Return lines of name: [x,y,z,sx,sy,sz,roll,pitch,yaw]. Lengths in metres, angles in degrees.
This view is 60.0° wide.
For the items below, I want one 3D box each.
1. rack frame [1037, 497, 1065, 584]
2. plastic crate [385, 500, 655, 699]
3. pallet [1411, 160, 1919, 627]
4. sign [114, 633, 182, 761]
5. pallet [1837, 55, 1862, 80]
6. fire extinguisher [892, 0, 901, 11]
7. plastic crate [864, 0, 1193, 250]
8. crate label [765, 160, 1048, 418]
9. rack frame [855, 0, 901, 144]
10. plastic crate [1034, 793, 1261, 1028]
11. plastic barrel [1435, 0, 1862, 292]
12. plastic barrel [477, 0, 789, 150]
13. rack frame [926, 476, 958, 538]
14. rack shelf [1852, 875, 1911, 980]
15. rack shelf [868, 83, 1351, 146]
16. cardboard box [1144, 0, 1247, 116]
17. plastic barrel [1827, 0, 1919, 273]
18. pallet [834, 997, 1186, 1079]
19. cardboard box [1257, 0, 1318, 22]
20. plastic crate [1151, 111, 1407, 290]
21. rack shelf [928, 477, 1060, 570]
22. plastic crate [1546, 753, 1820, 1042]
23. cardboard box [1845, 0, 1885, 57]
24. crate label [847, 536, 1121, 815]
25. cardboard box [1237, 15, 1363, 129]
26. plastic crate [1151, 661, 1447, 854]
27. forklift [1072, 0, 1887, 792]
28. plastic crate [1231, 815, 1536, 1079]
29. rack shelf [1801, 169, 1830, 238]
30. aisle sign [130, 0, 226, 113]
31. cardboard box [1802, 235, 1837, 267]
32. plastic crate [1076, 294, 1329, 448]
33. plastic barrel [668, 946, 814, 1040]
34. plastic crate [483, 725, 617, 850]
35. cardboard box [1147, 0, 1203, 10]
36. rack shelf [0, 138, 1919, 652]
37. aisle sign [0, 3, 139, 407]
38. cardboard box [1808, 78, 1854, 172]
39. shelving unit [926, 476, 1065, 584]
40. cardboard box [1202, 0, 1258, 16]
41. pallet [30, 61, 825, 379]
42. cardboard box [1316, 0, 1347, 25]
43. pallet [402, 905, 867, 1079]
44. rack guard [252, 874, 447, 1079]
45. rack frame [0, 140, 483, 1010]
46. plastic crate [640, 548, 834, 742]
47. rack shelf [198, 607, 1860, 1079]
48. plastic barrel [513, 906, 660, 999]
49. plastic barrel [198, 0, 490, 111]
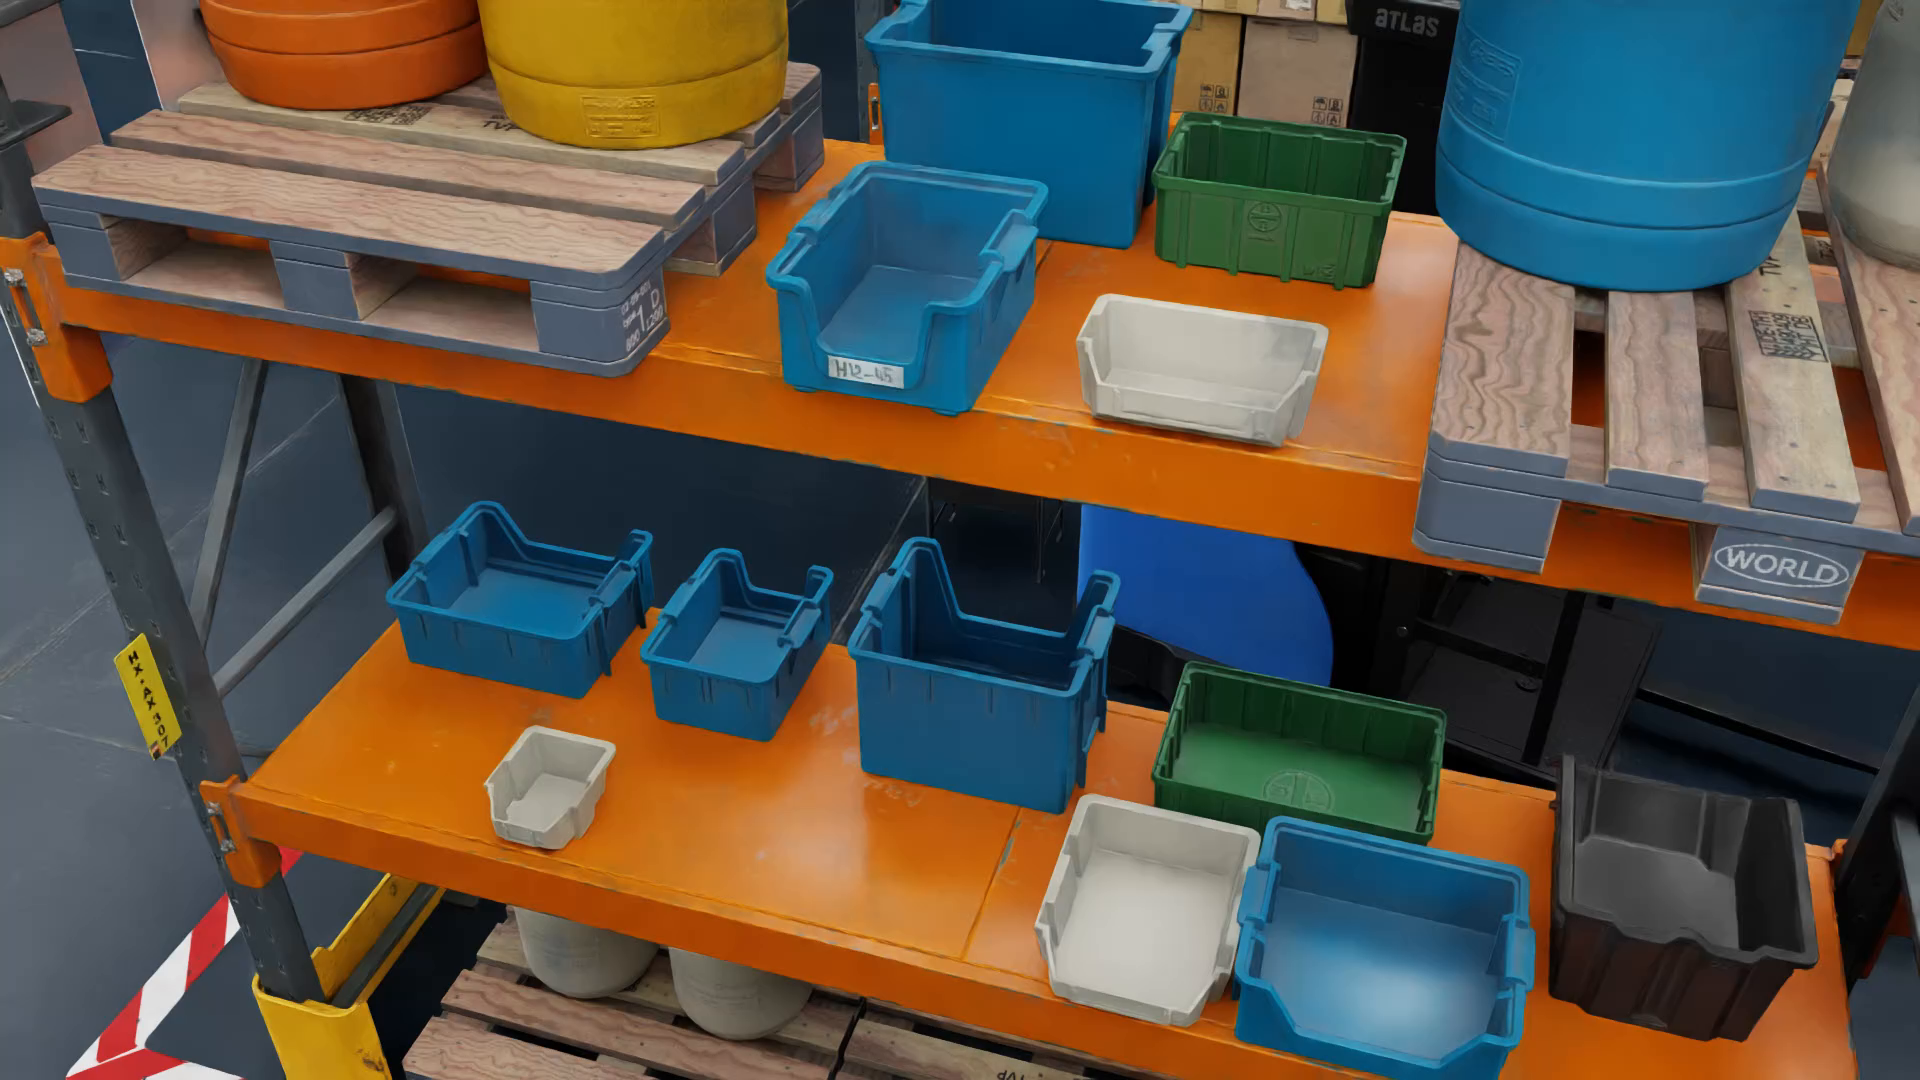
rack frame: [0.391,-0.773,6.529,0.015,2.100,0.400,10,38,14]
plastic crate: [-1.202,0.158,4.631,0.616,0.251,0.499,10,38,14]
pallet: [1.331,-0.319,2.781,1.003,0.211,1.213,10,38,14]
sign: [-1.938,0.378,3.973,0.005,0.325,0.100,10,38,14]
pallet: [5.746,-3.460,11.773,1.213,0.211,1.003,10,38,14]
fire extinguisher: [-0.263,-2.876,8.692,0.183,0.674,0.296,10,38,14]
plastic crate: [0.141,-0.856,3.366,0.575,0.384,0.392,10,38,14]
crate label: [-0.081,-0.452,2.928,0.408,0.251,0.502,10,38,14]
rack frame: [-0.289,-2.623,8.284,0.127,3.000,1.000,10,38,14]
plastic crate: [0.423,0.848,3.790,0.437,0.136,0.530,10,38,14]
plastic barrel: [1.131,-0.930,2.675,0.708,0.901,0.600,10,38,14]
plastic barrel: [-0.643,-1.145,3.231,0.600,0.588,0.600,0,36,0]
rack frame: [-0.075,-0.860,6.646,0.015,2.100,0.400,10,38,14]
rack shelf: [3.958,1.529,3.249,4.000,0.370,1.077,10,38,14]
rack shelf: [1.620,-1.980,8.017,4.000,0.370,1.077,10,38,14]
cardboard box: [1.128,-2.393,7.886,0.500,0.500,0.700,11,38,14]
plastic barrel: [1.696,-0.724,2.724,0.421,0.512,0.421,0,36,0]
pallet: [0.252,1.652,4.828,1.213,0.211,1.003,10,38,14]
cardboard box: [1.488,-2.461,7.432,0.250,0.149,0.380,11,38,14]
plastic crate: [0.624,-0.670,3.278,0.450,0.188,0.336,10,38,14]
rack shelf: [0.158,-0.242,7.011,0.480,0.518,0.431,10,38,14]
plastic crate: [1.587,0.746,3.758,0.504,0.338,0.767,10,38,14]
cardboard box: [6.218,-3.707,11.493,0.500,0.500,0.700,10,37,13]
crate label: [0.068,0.337,4.232,0.616,0.435,0.502,10,38,14]
cardboard box: [1.631,-2.302,7.762,0.500,0.500,0.700,12,38,15]
plastic crate: [0.837,0.571,4.122,0.662,0.188,0.450,10,38,14]
forklift: [1.960,-0.471,5.417,3.031,2.935,1.130,20,41,25]
plastic crate: [0.911,0.904,3.617,0.616,0.251,0.499,10,38,14]
rack shelf: [5.438,-1.273,7.056,4.000,0.370,1.077,10,38,14]
aisle sign: [-1.750,-1.049,3.952,0.004,0.787,0.394,10,38,14]
cardboard box: [4.001,-1.295,7.971,0.500,0.311,0.500,10,38,14]
plastic crate: [0.396,-0.271,2.780,0.396,0.136,0.243,10,38,14]
plastic barrel: [-0.640,1.173,4.870,0.421,0.512,0.421,0,36,0]
plastic crate: [-1.011,0.625,4.093,0.250,0.136,0.298,10,38,14]
cardboard box: [1.007,-2.552,7.555,0.250,0.149,0.380,9,37,12]
rack shelf: [0.140,-0.386,3.321,4.000,0.370,1.077,10,38,14]
aisle sign: [-1.925,-0.715,3.498,0.004,0.787,0.394,10,38,14]
cardboard box: [4.012,-1.794,7.283,0.500,0.250,0.500,13,38,17]
shelving unit: [0.158,-0.816,6.588,0.503,2.100,0.431,10,38,14]
cardboard box: [1.251,-2.507,7.494,0.250,0.149,0.380,10,38,13]
pallet: [-1.009,-0.752,3.370,1.213,0.211,1.003,10,38,14]
cardboard box: [1.740,-2.415,7.369,0.250,0.149,0.380,12,38,15]
pallet: [-0.909,1.435,5.122,1.213,0.211,1.003,10,38,14]
rack guard: [-1.683,1.172,5.236,0.348,0.500,1.175,10,38,14]
rack frame: [-1.769,0.179,4.477,0.127,3.000,1.000,10,38,14]
plastic crate: [-0.584,0.276,4.470,0.408,0.251,0.499,10,38,14]
rack shelf: [0.140,0.822,4.210,4.000,0.370,1.077,10,38,14]
plastic barrel: [-1.118,1.085,4.990,0.421,0.512,0.421,0,36,0]
plastic barrel: [-1.268,-1.358,3.317,0.708,0.830,0.600,10,38,14]
